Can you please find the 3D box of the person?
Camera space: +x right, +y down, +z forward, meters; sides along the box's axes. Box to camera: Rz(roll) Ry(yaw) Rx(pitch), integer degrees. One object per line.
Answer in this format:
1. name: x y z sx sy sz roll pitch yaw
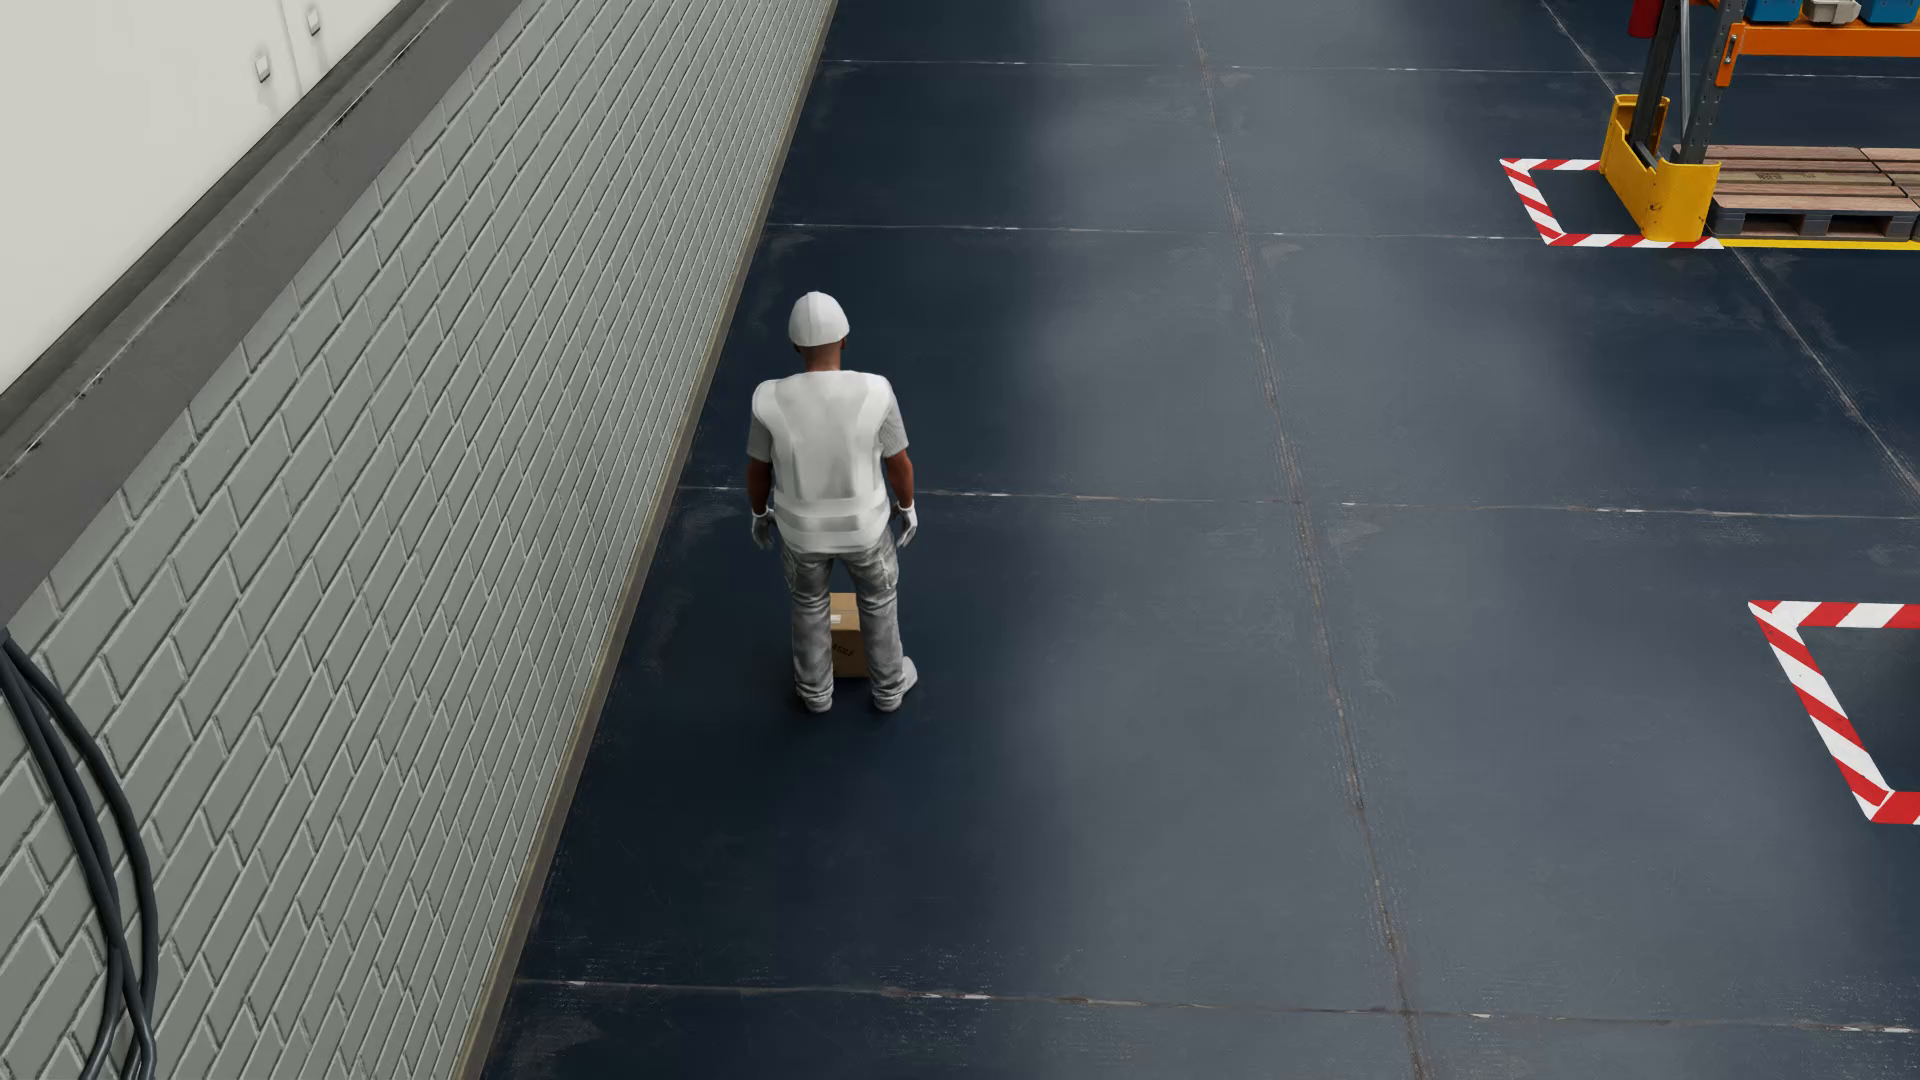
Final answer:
1. person: -0.477 -0.093 6.267 0.628 1.774 0.449 -1 35 -1
